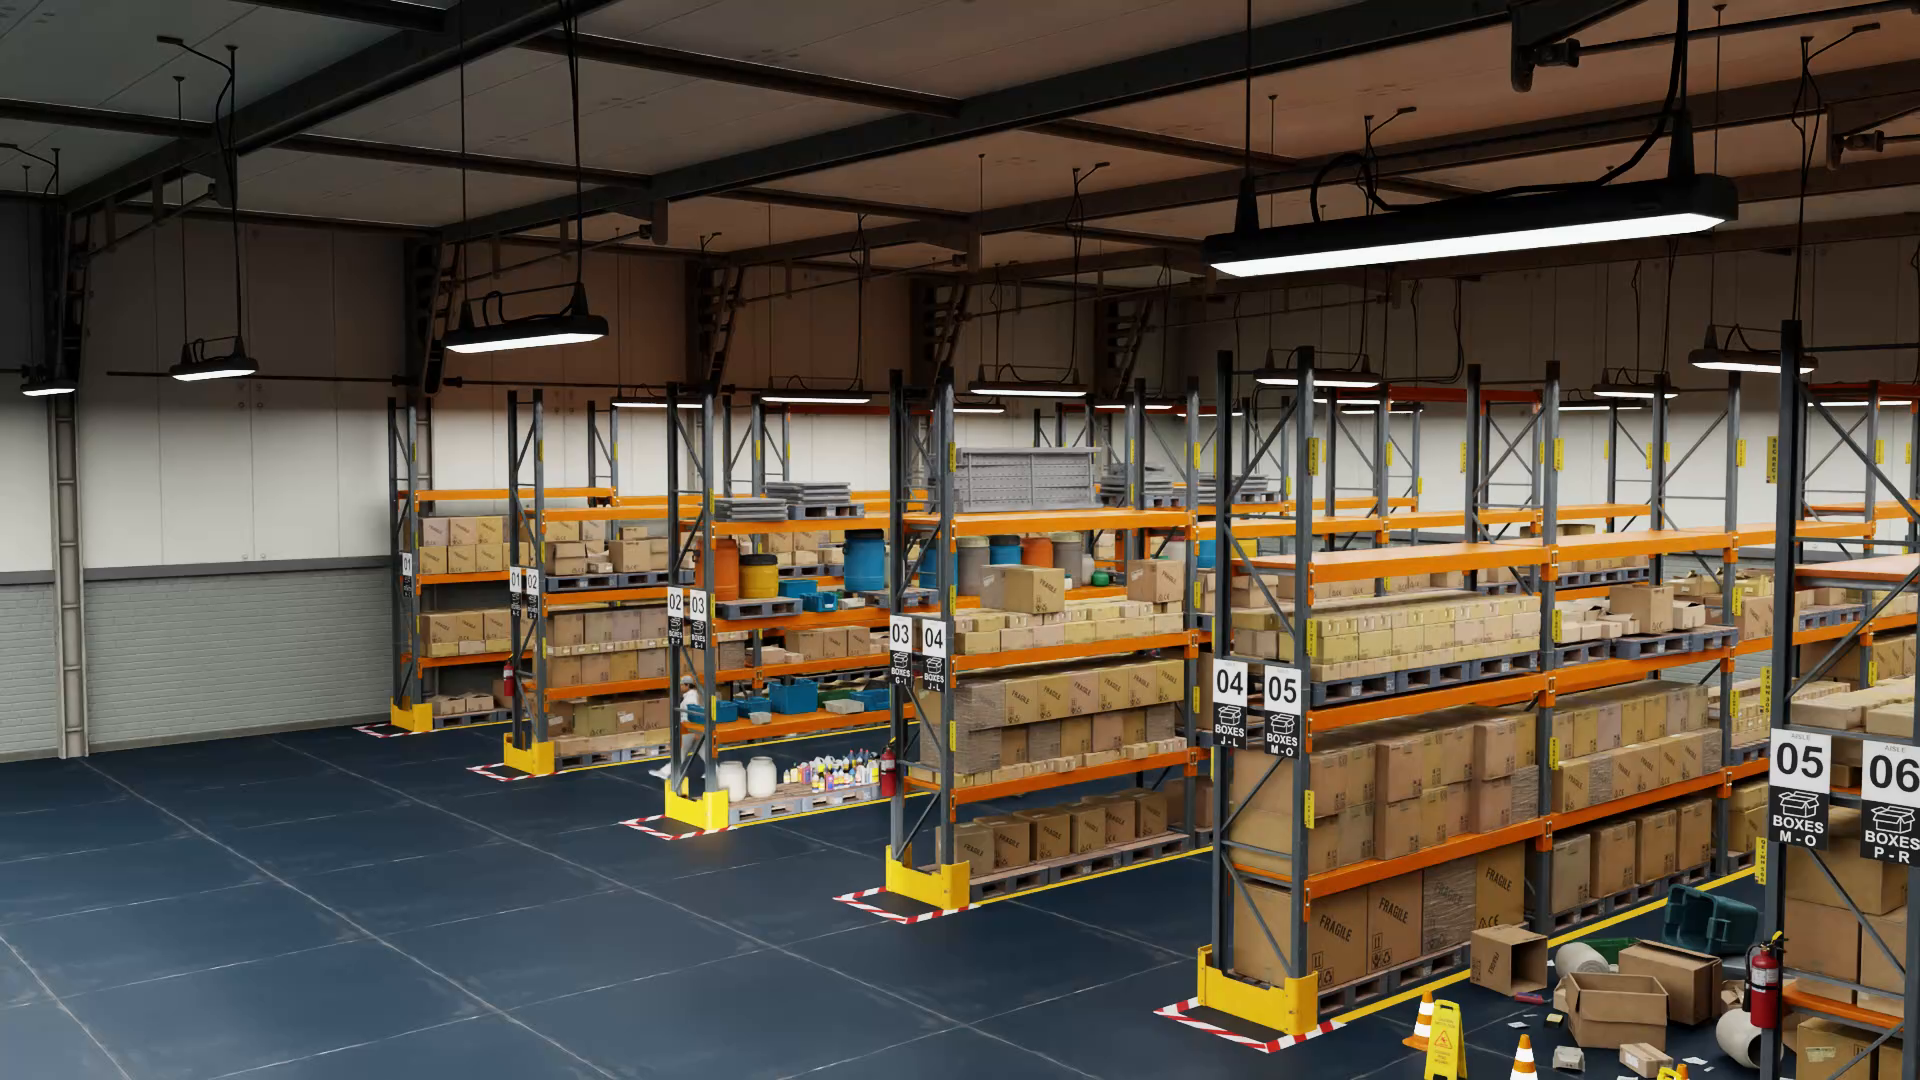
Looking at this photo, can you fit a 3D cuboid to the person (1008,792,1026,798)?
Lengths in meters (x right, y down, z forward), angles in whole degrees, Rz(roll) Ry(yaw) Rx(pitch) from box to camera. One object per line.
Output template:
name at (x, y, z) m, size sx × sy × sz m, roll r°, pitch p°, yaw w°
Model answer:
person at (0.782, 2.887, 24.264) m, size 0.482 × 1.723 × 0.587 m, roll -2°, pitch 4°, yaw -32°

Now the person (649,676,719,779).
person at (-4.191, 2.864, 25.384) m, size 1.059 × 1.602 × 0.503 m, roll 0°, pitch 3°, yaw 0°
